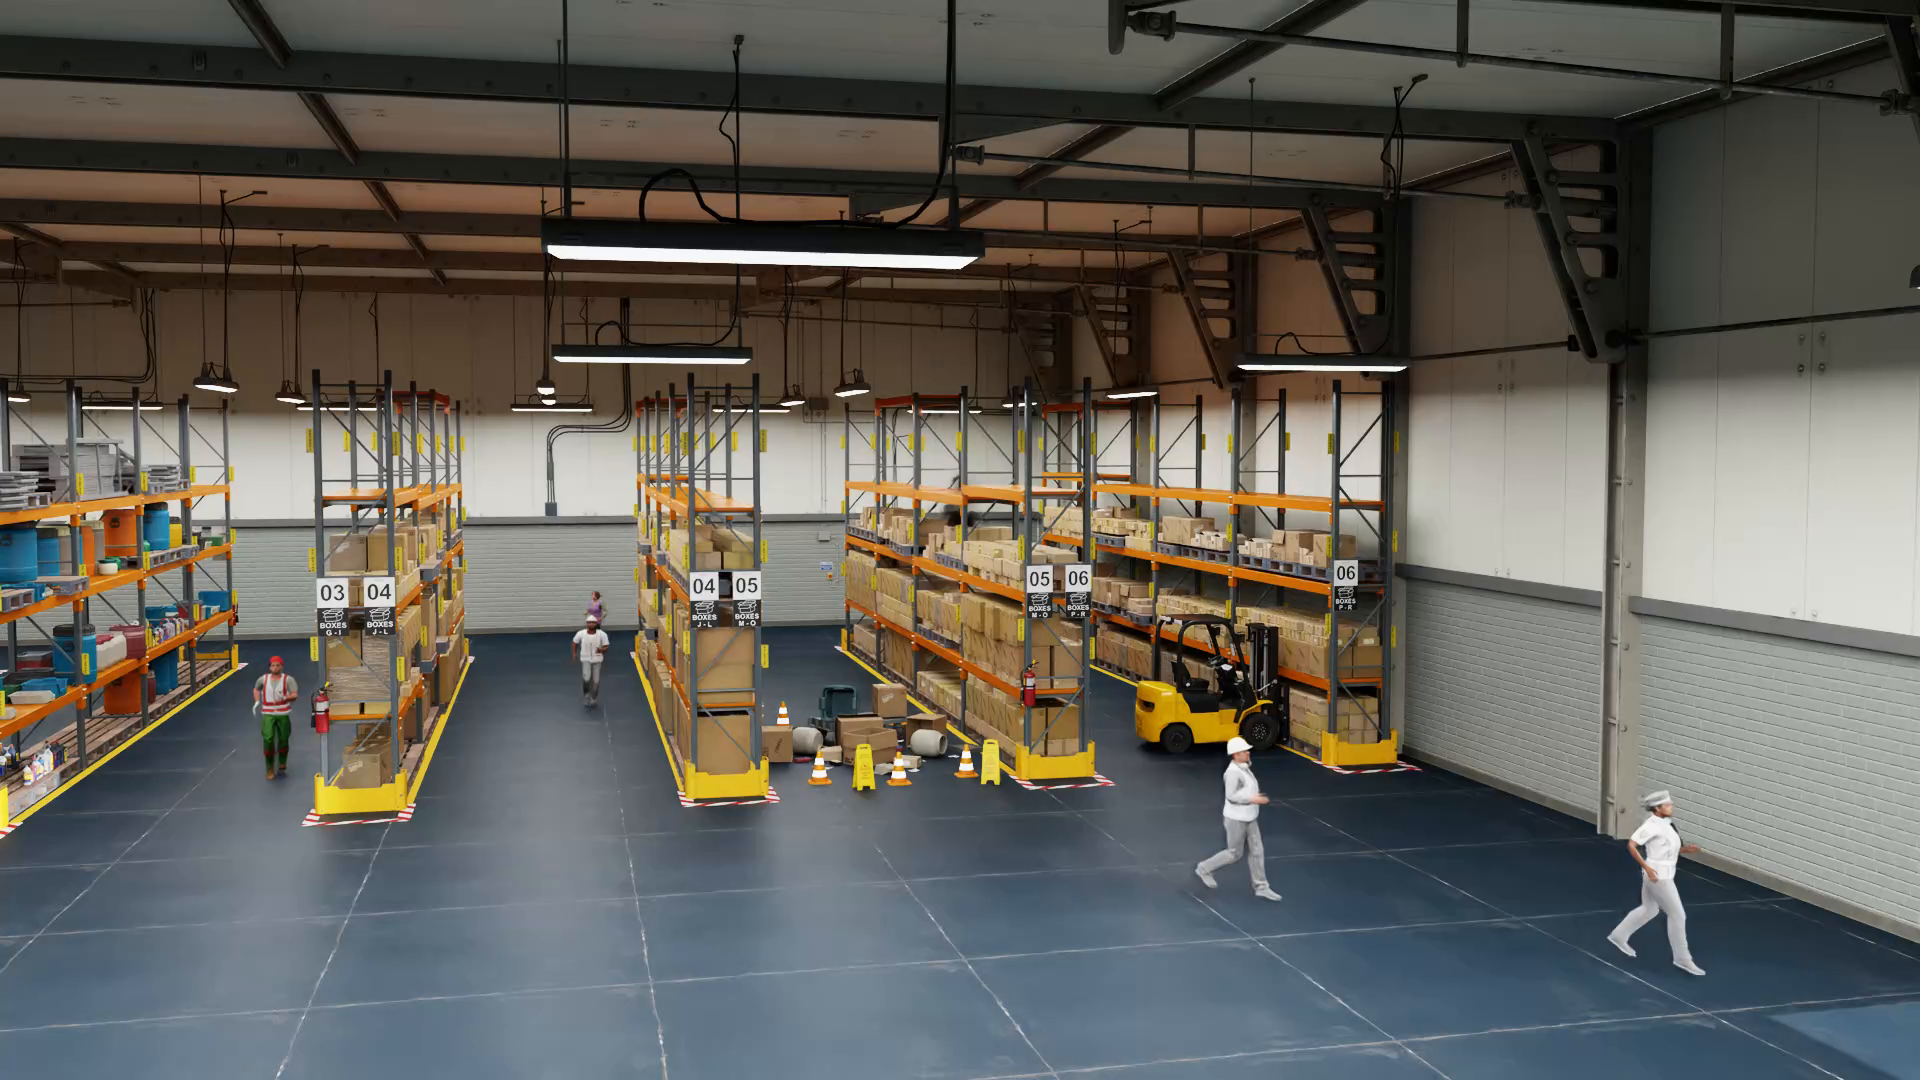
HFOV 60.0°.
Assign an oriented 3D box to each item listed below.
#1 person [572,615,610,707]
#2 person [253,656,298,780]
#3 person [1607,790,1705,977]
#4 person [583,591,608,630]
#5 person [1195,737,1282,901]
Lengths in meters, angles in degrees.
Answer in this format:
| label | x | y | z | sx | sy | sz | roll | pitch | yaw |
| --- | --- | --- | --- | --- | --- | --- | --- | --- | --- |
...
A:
| label | x | y | z | sx | sy | sz | roll | pitch | yaw |
| --- | --- | --- | --- | --- | --- | --- | --- | --- | --- |
| person | -6.986 | 2.302 | 31.512 | 0.685 | 1.738 | 0.665 | -1 | 3 | -16 |
| person | -10.292 | 2.663 | 25.016 | 0.643 | 1.846 | 0.774 | -1 | 4 | -21 |
| person | 6.650 | 3.223 | 15.834 | 0.867 | 1.721 | 0.562 | 2 | 4 | 28 |
| person | -8.626 | 1.978 | 39.315 | 0.562 | 1.526 | 0.576 | 2 | 4 | 30 |
| person | 3.066 | 3.048 | 18.250 | 0.954 | 1.772 | 0.662 | 2 | 4 | 27 |
